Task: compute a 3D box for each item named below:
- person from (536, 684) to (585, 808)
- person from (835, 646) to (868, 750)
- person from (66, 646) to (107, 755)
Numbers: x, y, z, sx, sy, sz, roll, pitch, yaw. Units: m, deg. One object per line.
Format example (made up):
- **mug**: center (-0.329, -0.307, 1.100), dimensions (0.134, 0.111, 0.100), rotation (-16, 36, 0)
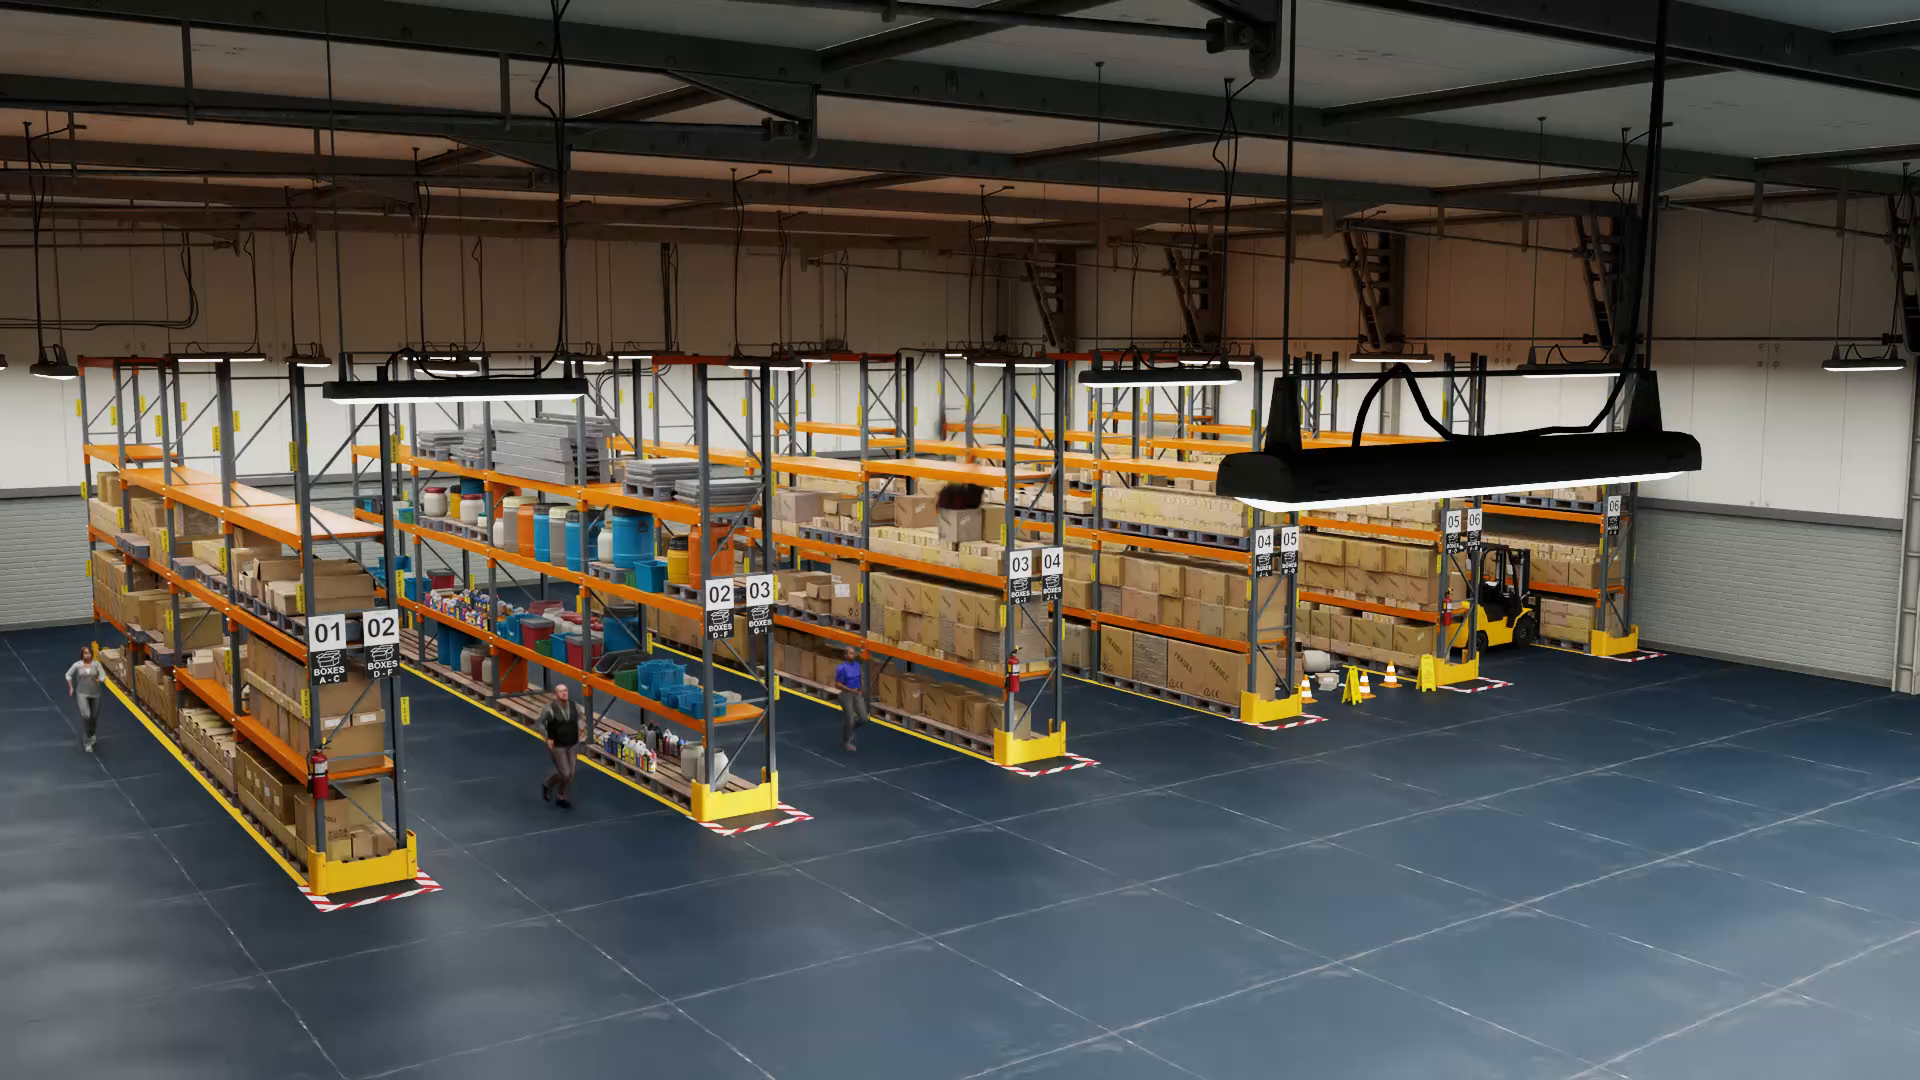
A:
- **person**: center (-5.343, 2.783, 22.472), dimensions (0.652, 1.689, 0.607), rotation (-6, 9, -42)
- **person**: center (-1.652, 2.437, 25.615), dimensions (0.569, 1.617, 0.554), rotation (-6, 9, -41)
- **person**: center (-13.411, 2.439, 25.584), dimensions (0.509, 1.648, 0.728), rotation (-6, 9, -40)
